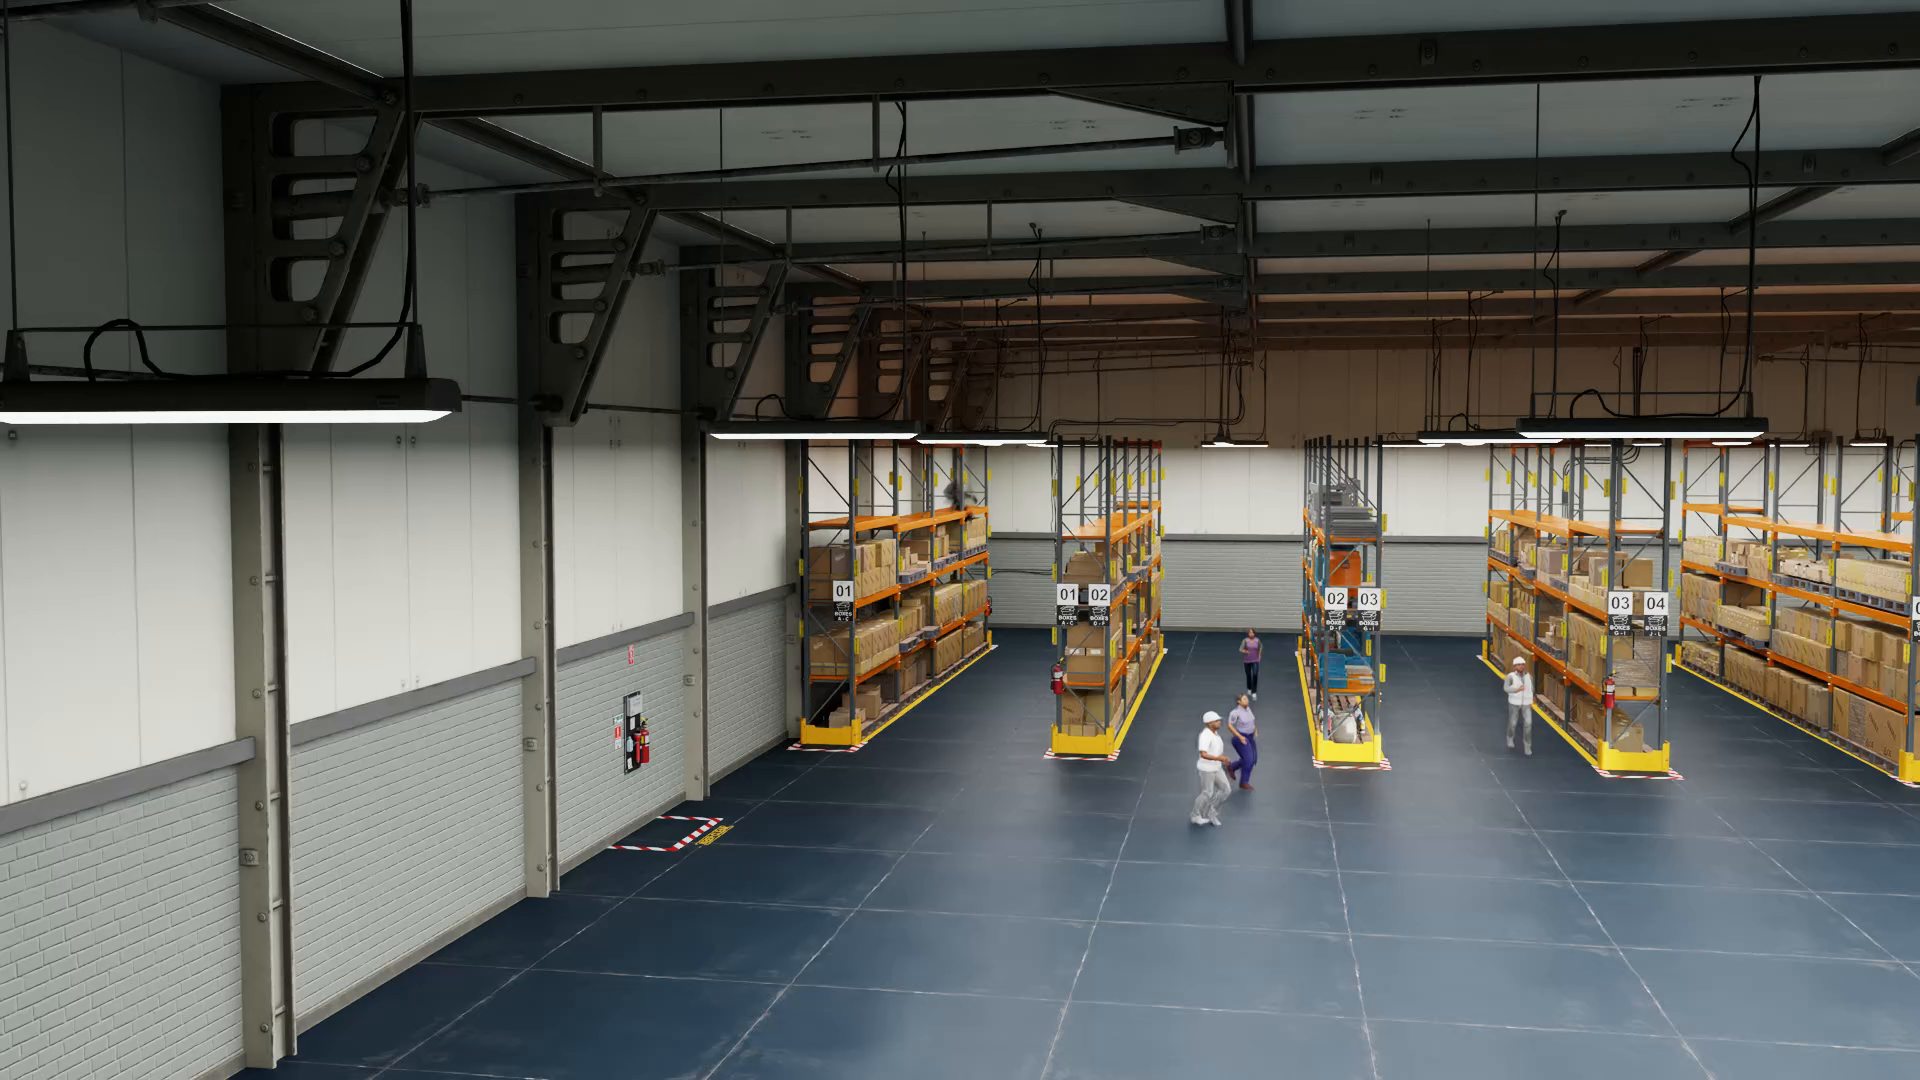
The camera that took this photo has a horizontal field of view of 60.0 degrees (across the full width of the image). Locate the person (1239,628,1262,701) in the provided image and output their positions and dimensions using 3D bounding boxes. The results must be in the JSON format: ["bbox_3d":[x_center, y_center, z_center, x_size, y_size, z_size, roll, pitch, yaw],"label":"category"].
[{"bbox_3d":[6.705,2.838,38.349,0.528,1.631,0.751,1,3,9],"label":"person"}]

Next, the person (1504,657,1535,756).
[{"bbox_3d":[10.598,3.121,31.488,0.635,1.818,0.840,0,3,3],"label":"person"}]

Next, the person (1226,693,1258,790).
[{"bbox_3d":[4.765,3.403,28.209,0.566,1.625,0.602,3,4,41],"label":"person"}]

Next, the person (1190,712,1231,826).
[{"bbox_3d":[3.823,3.489,25.220,0.704,1.783,0.691,2,4,31],"label":"person"}]
